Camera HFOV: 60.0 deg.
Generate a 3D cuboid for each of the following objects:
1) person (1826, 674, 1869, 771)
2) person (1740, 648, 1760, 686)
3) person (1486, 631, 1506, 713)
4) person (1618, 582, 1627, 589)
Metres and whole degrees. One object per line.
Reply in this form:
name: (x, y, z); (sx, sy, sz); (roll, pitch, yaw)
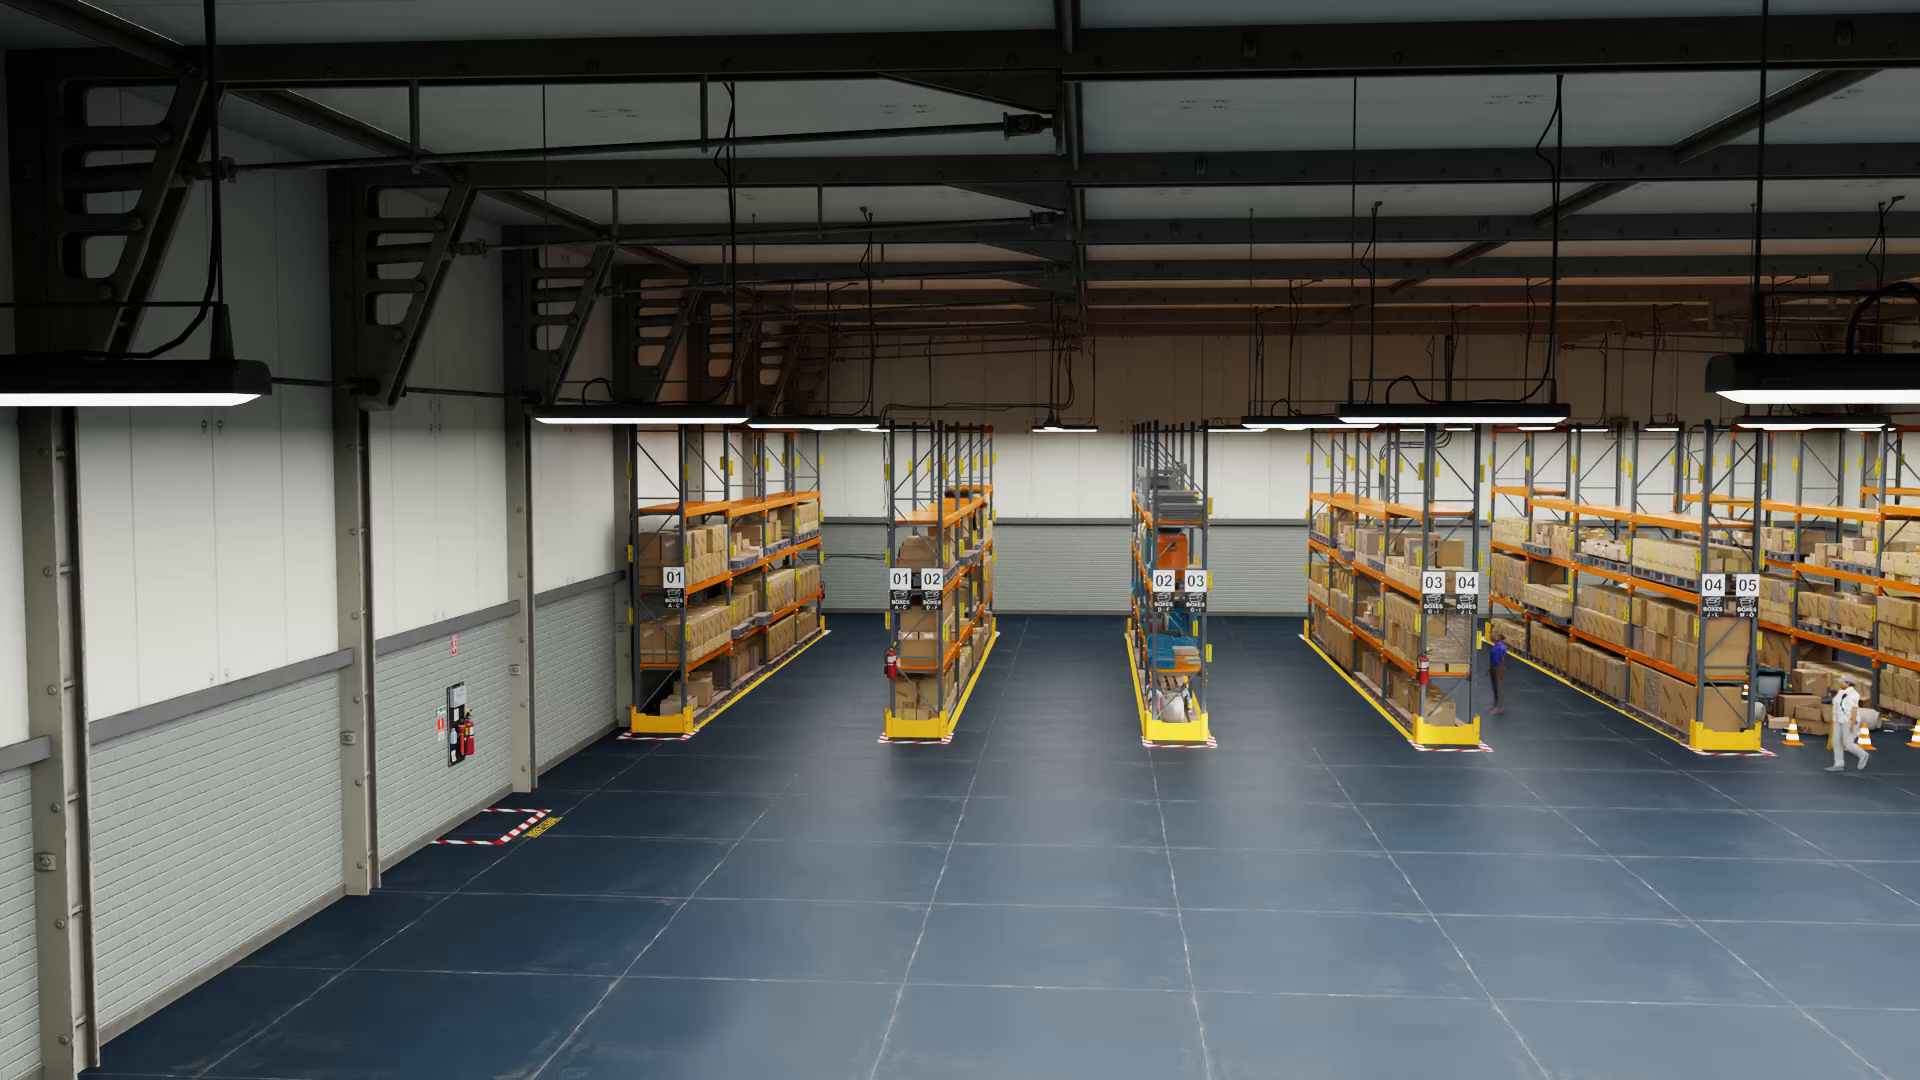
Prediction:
person: (15.031, 3.098, 28.173); (0.575, 1.660, 0.470); (-1, 4, -16)
person: (17.710, 2.555, 37.392); (0.535, 1.562, 0.876); (0, 4, -4)
person: (11.087, 2.725, 34.401); (0.472, 1.688, 0.462); (-2, 4, -23)
person: (18.882, 1.838, 47.667); (1.025, 1.746, 0.576); (0, 4, -6)
